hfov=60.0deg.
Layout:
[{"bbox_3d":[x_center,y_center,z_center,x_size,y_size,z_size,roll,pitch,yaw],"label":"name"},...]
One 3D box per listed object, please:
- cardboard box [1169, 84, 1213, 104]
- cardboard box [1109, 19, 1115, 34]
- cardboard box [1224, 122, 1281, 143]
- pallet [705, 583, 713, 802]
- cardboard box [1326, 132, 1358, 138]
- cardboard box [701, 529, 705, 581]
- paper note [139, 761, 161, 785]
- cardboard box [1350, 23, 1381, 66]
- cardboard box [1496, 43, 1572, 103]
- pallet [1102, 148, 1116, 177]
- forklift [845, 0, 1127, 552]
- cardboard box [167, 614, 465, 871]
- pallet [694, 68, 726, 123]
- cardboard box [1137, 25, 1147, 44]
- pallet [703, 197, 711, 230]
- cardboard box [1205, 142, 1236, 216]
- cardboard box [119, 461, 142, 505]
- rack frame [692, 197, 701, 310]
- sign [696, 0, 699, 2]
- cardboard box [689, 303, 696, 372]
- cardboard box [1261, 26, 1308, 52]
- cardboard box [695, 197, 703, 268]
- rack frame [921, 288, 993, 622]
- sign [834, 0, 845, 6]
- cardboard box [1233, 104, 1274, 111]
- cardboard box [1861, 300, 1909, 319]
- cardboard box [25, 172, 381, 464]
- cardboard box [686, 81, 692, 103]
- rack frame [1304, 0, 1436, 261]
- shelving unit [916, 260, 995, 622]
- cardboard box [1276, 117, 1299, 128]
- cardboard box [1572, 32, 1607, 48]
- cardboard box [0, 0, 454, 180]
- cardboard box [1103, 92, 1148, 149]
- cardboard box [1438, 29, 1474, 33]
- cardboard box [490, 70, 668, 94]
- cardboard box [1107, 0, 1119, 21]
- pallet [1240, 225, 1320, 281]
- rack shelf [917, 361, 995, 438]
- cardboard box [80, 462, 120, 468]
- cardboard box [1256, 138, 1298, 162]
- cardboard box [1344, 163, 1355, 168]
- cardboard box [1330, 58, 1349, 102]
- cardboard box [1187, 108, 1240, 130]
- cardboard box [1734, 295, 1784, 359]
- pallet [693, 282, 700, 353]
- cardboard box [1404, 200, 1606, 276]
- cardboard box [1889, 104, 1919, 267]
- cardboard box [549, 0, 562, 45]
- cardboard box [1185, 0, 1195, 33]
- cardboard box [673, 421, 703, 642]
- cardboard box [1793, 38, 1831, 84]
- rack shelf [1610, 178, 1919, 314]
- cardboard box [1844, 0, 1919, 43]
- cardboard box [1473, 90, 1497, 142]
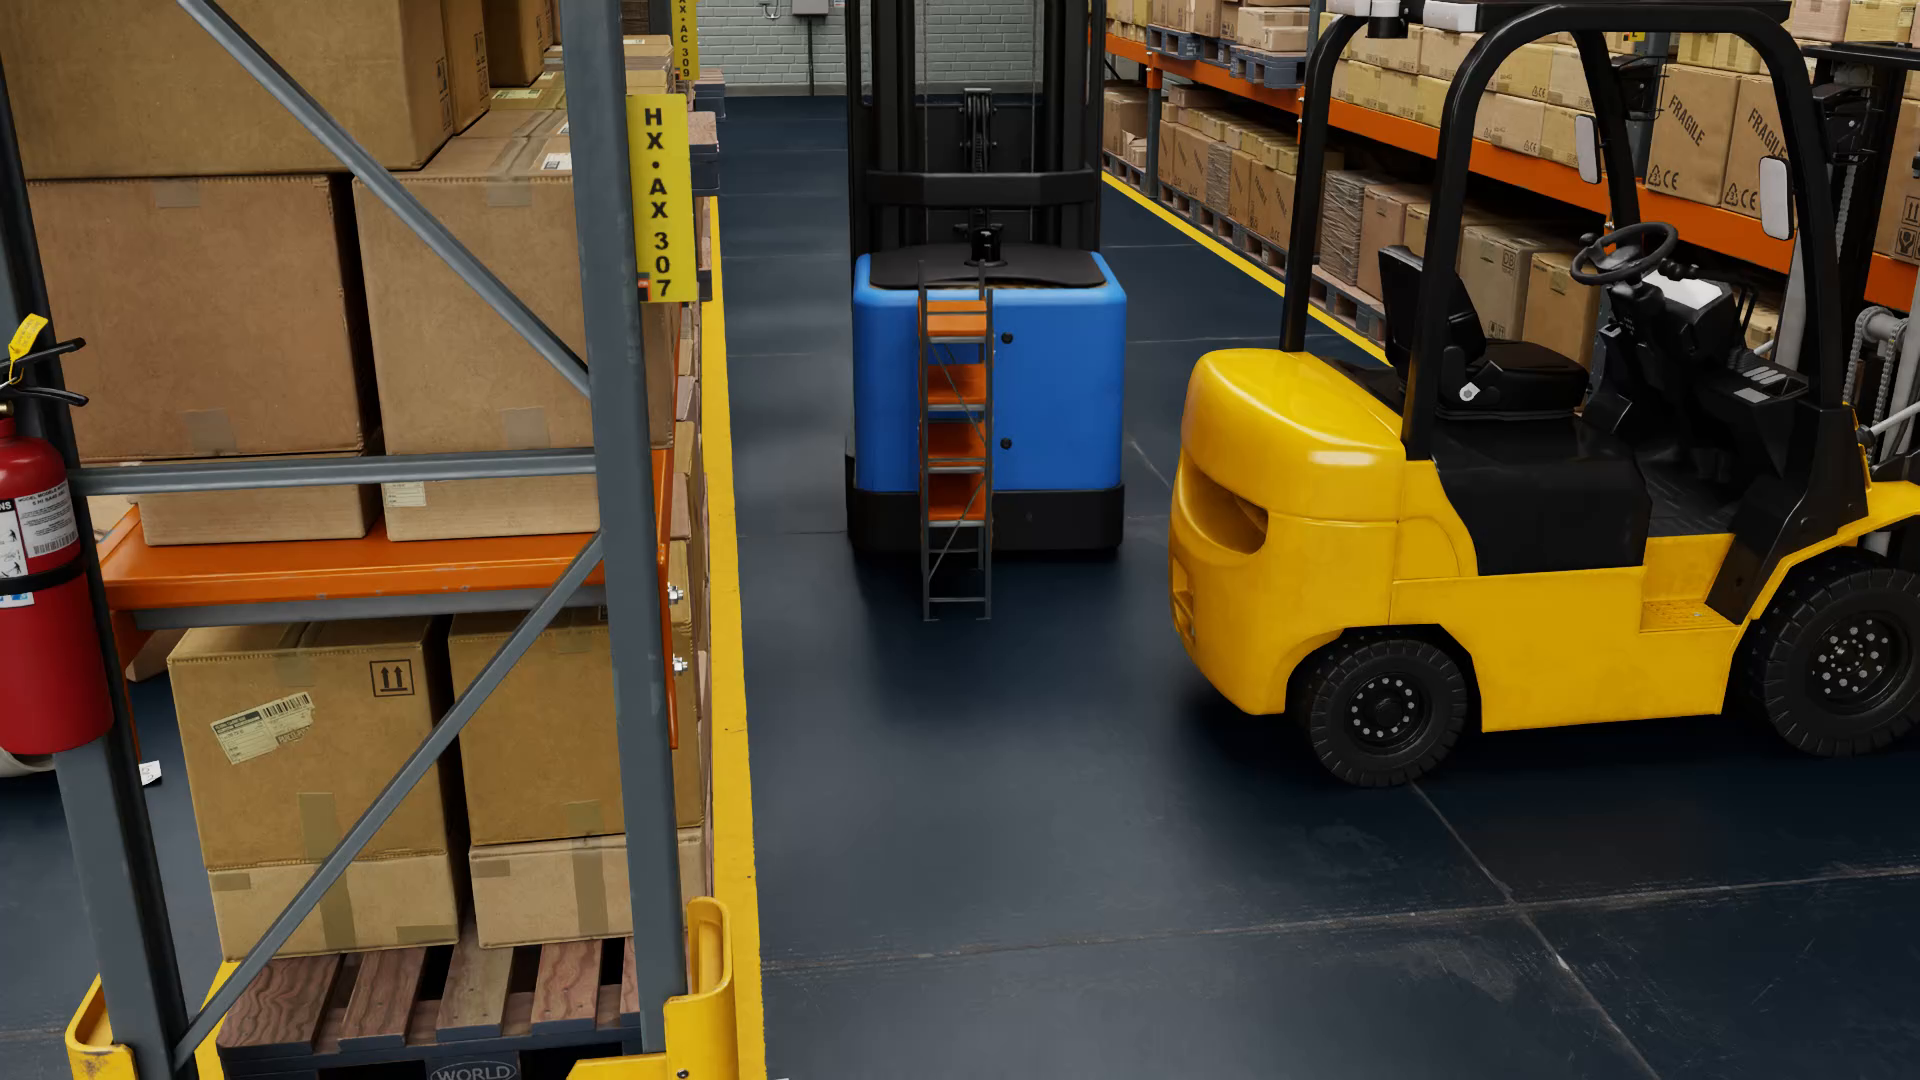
[{"bbox_3d":[2.018,-3.846,14.346,0.380,0.149,0.250,-3,21,-9],"label":"cardboard box"},{"bbox_3d":[1.669,-5.026,16.246,0.380,0.149,0.250,-3,21,-8],"label":"cardboard box"},{"bbox_3d":[2.276,-3.162,12.941,0.380,0.149,0.250,-3,21,-8],"label":"cardboard box"},{"bbox_3d":[-1.277,0.471,5.155,1.003,0.211,1.213,-3,21,-8],"label":"pallet"},{"bbox_3d":[2.905,-2.926,12.310,0.380,0.149,0.250,-4,21,-10],"label":"cardboard box"},{"bbox_3d":[-1.082,0.153,5.349,0.500,0.250,0.500,-3,21,-7],"label":"cardboard box"},{"bbox_3d":[-2.410,0.682,4.847,0.142,0.019,0.148,-11,23,-26],"label":"paper note"},{"bbox_3d":[2.640,-2.951,9.830,0.500,0.250,0.500,-2,21,-6],"label":"cardboard box"},{"bbox_3d":[2.918,-2.240,7.927,0.500,0.250,0.500,-3,21,-9],"label":"cardboard box"},{"bbox_3d":[1.893,-3.866,16.766,1.003,0.211,1.213,-3,21,-8],"label":"pallet"},{"bbox_3d":[0.053,-1.794,7.329,1.130,2.935,3.031,-1,20,-2],"label":"forklift"},{"bbox_3d":[-1.385,0.371,3.694,0.500,0.500,0.500,-3,21,-7],"label":"cardboard box"},{"bbox_3d":[-1.957,-2.544,9.513,1.213,0.211,1.003,-3,21,-8],"label":"pallet"},{"bbox_3d":[1.815,-4.580,15.052,0.380,0.149,0.250,-2,21,-6],"label":"cardboard box"},{"bbox_3d":[-2.556,-2.690,13.617,1.003,0.211,1.213,-3,21,-8],"label":"pallet"},{"bbox_3d":[2.240,-2.821,12.956,0.500,0.500,0.500,-4,21,-10],"label":"cardboard box"},{"bbox_3d":[-1.424,-0.188,3.292,0.380,0.149,0.250,-3,21,-8],"label":"cardboard box"},{"bbox_3d":[-2.165,-2.875,10.126,1.000,3.000,0.127,-3,21,-8],"label":"rack frame"},{"bbox_3d":[-1.629,-3.411,10.019,0.100,0.325,0.005,-3,21,-8],"label":"sign"},{"bbox_3d":[-1.773,-0.886,7.956,0.950,0.372,0.625,-2,21,-4],"label":"cardboard box"},{"bbox_3d":[2.272,-3.414,11.327,0.380,0.149,0.250,-3,21,-7],"label":"cardboard box"},{"bbox_3d":[-2.182,-2.319,11.076,0.875,0.875,0.875,-3,21,-8],"label":"cardboard box"},{"bbox_3d":[-0.010,-0.273,5.732,0.240,1.200,0.015,-1,20,-2],"label":"rack frame"},{"bbox_3d":[-1.595,-7.703,23.190,0.329,0.494,0.001,-3,21,-8],"label":"sign"},{"bbox_3d":[2.551,-3.637,14.213,0.380,0.149,0.250,-3,21,-8],"label":"cardboard box"},{"bbox_3d":[3.673,-0.783,6.427,0.500,0.250,0.500,-3,21,-9],"label":"cardboard box"},{"bbox_3d":[-1.363,-0.465,3.106,0.500,0.500,0.500,-3,21,-9],"label":"cardboard box"},{"bbox_3d":[-1.516,-2.229,8.155,0.380,0.149,0.250,-2,21,-6],"label":"cardboard box"},{"bbox_3d":[2.746,-3.126,10.800,1.000,3.000,0.127,-3,21,-8],"label":"rack frame"},{"bbox_3d":[-0.020,-0.358,5.961,0.258,1.200,0.503,-1,20,-2],"label":"shelving unit"},{"bbox_3d":[2.737,-3.282,13.262,0.380,0.149,0.250,-3,21,-7],"label":"cardboard box"},{"bbox_3d":[2.999,-2.288,7.484,0.380,0.149,0.250,-3,21,-9],"label":"cardboard box"},{"bbox_3d":[-1.301,-0.925,2.909,0.700,0.500,0.500,-3,21,-9],"label":"cardboard box"},{"bbox_3d":[1.650,-4.219,16.699,0.500,0.500,0.500,-3,21,-7],"label":"cardboard box"},{"bbox_3d":[2.726,-2.728,8.663,0.380,0.149,0.250,-3,21,-9],"label":"cardboard box"},{"bbox_3d":[-1.039,-1.000,4.539,0.500,0.500,0.500,-3,21,-9],"label":"cardboard box"},{"bbox_3d":[1.709,-5.090,15.848,0.500,0.250,0.500,-3,21,-8],"label":"cardboard box"},{"bbox_3d":[2.676,-2.080,11.985,1.003,0.211,1.213,-3,21,-8],"label":"pallet"},{"bbox_3d":[-0.020,-0.505,5.906,0.258,0.148,0.480,-1,20,-2],"label":"rack shelf"},{"bbox_3d":[-3.345,-0.573,6.455,0.500,0.500,0.500,-3,21,-8],"label":"cardboard box"},{"bbox_3d":[2.360,-2.801,11.973,0.380,0.149,0.250,-4,21,-10],"label":"cardboard box"},{"bbox_3d":[2.912,-2.483,12.050,0.500,0.500,0.500,-3,21,-8],"label":"cardboard box"},{"bbox_3d":[2.569,-2.890,10.382,0.500,0.250,0.500,-3,21,-8],"label":"cardboard box"},{"bbox_3d":[2.123,-3.523,13.907,0.380,0.149,0.250,-4,21,-11],"label":"cardboard box"},{"bbox_3d":[3.146,-0.758,6.358,0.500,0.250,0.500,-3,21,-8],"label":"cardboard box"},{"bbox_3d":[-2.054,-1.298,9.889,1.003,0.211,1.213,-3,21,-8],"label":"pallet"},{"bbox_3d":[3.022,-1.535,9.333,0.875,0.625,0.625,-4,21,-10],"label":"cardboard box"},{"bbox_3d":[3.346,-1.092,5.209,0.500,0.500,0.500,-3,21,-7],"label":"cardboard box"},{"bbox_3d":[-1.739,-1.981,5.736,0.700,0.500,0.500,-3,21,-8],"label":"cardboard box"},{"bbox_3d":[1.990,-4.145,13.118,0.396,0.266,0.258,-2,21,-5],"label":"cardboard box"},{"bbox_3d":[-1.002,-0.021,4.744,0.500,0.500,0.500,-3,21,-7],"label":"cardboard box"},{"bbox_3d":[3.175,-1.701,5.913,0.380,0.149,0.250,-2,21,-7],"label":"cardboard box"},{"bbox_3d":[3.611,-0.712,5.364,1.077,0.370,4.000,-3,21,-8],"label":"rack shelf"},{"bbox_3d":[3.248,-1.750,5.618,0.380,0.149,0.250,-3,21,-9],"label":"cardboard box"},{"bbox_3d":[2.872,-2.180,8.479,0.500,0.250,0.500,-3,21,-7],"label":"cardboard box"}]
